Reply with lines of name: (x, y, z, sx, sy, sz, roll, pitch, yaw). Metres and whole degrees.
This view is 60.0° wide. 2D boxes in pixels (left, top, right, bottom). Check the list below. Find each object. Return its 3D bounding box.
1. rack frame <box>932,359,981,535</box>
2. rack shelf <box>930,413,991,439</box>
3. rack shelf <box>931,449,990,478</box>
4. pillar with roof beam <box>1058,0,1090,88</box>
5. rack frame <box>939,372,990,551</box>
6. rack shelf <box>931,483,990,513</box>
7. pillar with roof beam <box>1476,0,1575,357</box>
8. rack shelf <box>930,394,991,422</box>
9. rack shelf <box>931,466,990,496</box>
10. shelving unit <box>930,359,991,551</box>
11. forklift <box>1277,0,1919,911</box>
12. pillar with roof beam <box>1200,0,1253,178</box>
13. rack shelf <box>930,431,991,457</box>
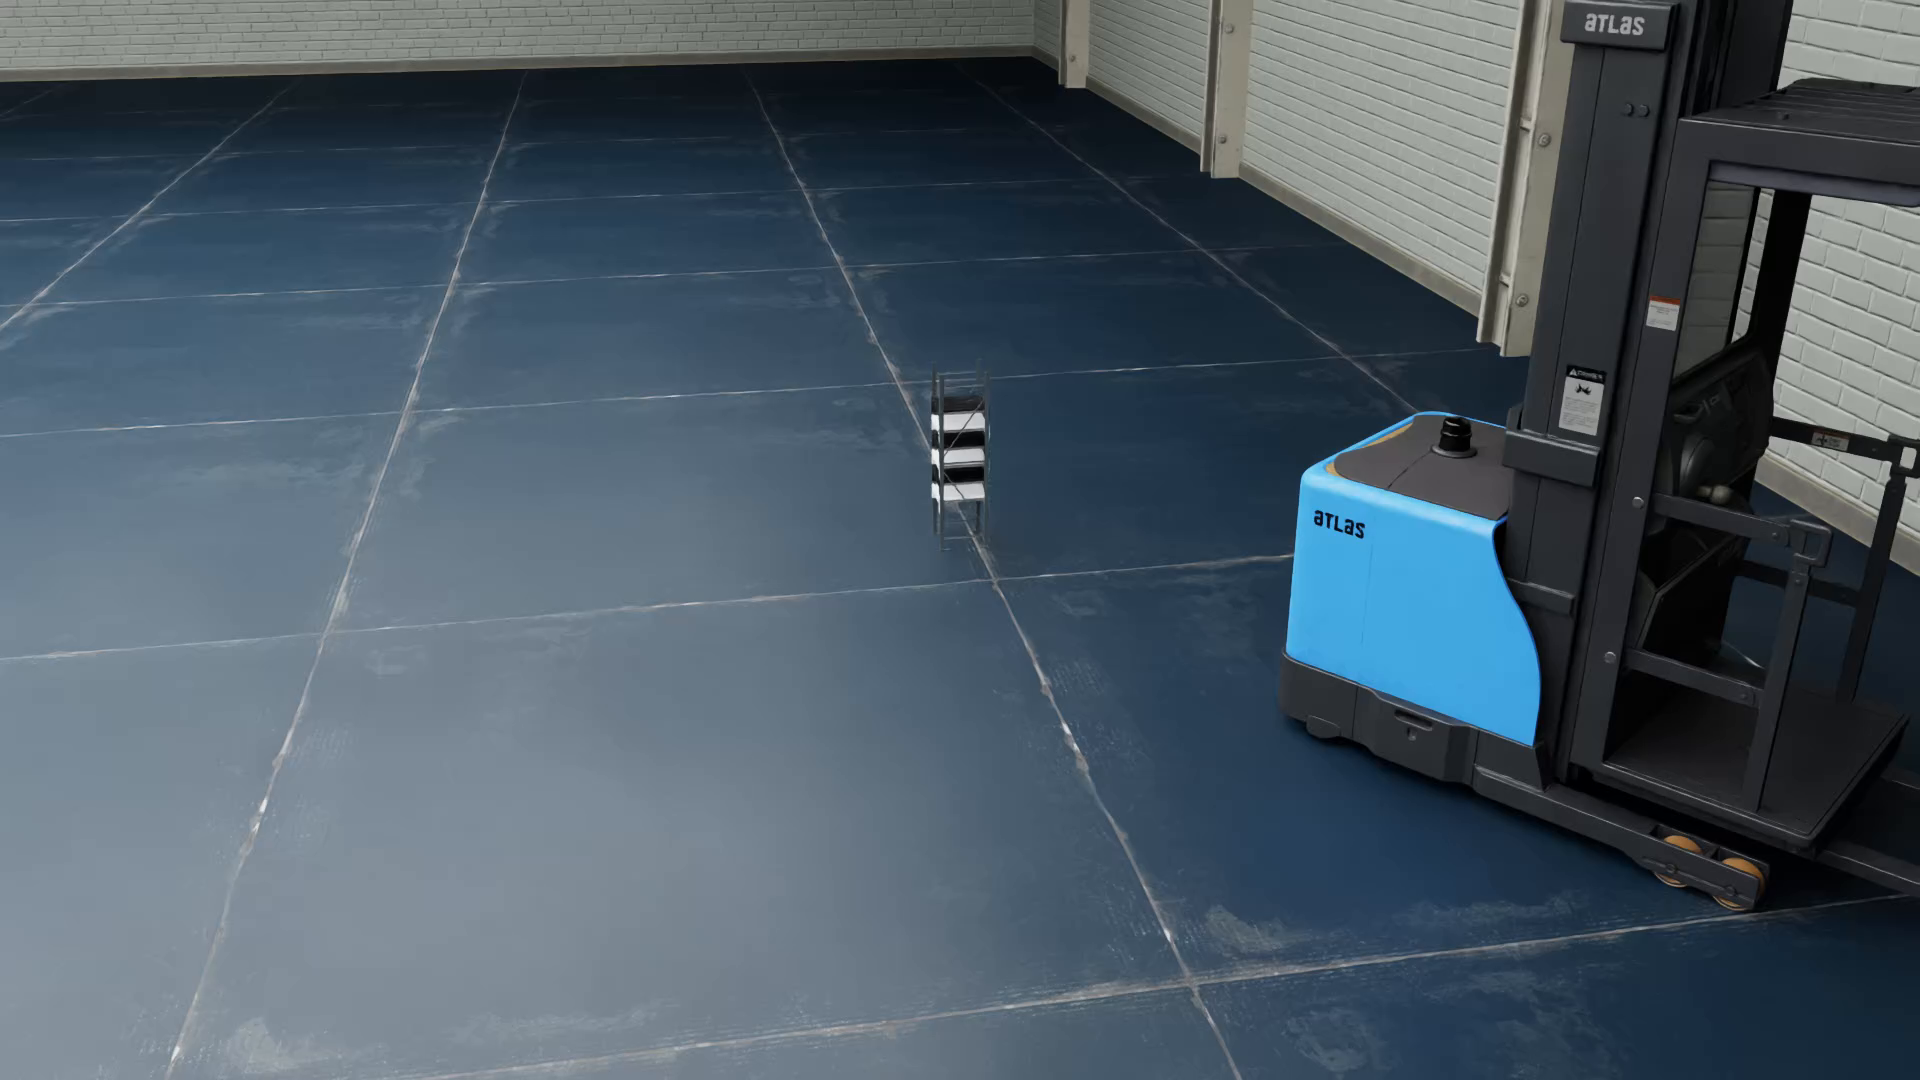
rack frame: (-0.017, -0.449, 8.154, 0.240, 0.900, 0.006, -4, 24, -10)
rack shelf: (0.001, -0.544, 8.004, 0.258, 0.077, 0.200, -4, 24, -10)
rack shelf: (0.001, -0.379, 8.076, 0.258, 0.077, 0.200, -4, 24, -10)
pillar with roof beam: (-2.732, -9.827, 19.508, 9.100, 9.000, 0.400, -4, 24, -10)
rack frame: (0.020, -0.369, 7.971, 0.240, 0.900, 0.006, -4, 24, -10)
rack shelf: (0.001, -0.214, 8.148, 0.258, 0.077, 0.200, -4, 24, -10)
pillar with roof beam: (-0.513, -5.107, 8.701, 9.100, 9.000, 0.400, -4, 24, -10)
rack shelf: (0.001, -0.626, 7.968, 0.258, 0.077, 0.200, -4, 24, -10)
rack shelf: (0.001, -0.296, 8.112, 0.258, 0.077, 0.200, -4, 24, -10)
shelving unit: (0.001, -0.409, 8.063, 0.258, 0.900, 0.210, -4, 24, -10)
forklift: (2.682, -0.364, 5.421, 3.031, 2.935, 1.130, 20, 31, 38)
pillar with roof beam: (-1.623, -7.467, 14.105, 9.100, 9.000, 0.400, -4, 24, -10)
rack shelf: (0.001, -0.461, 8.040, 0.258, 0.077, 0.200, -4, 24, -10)
